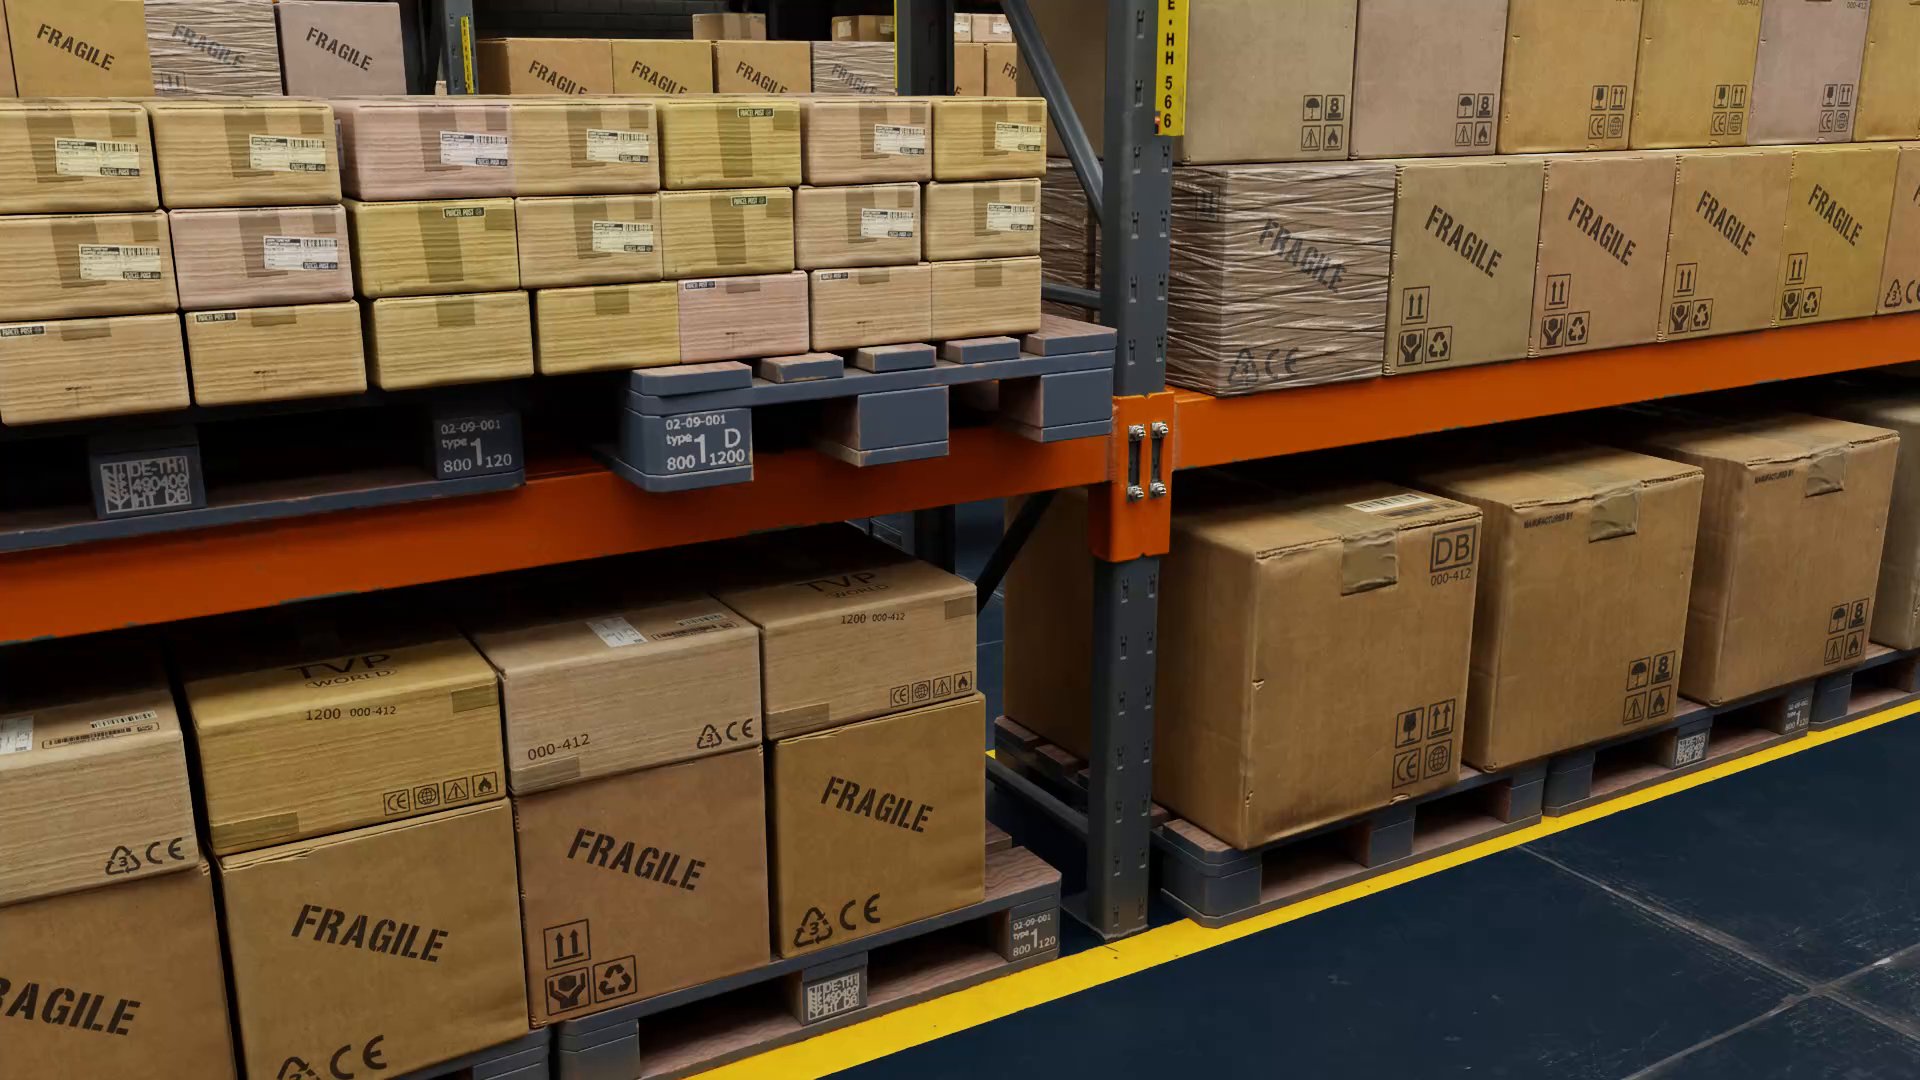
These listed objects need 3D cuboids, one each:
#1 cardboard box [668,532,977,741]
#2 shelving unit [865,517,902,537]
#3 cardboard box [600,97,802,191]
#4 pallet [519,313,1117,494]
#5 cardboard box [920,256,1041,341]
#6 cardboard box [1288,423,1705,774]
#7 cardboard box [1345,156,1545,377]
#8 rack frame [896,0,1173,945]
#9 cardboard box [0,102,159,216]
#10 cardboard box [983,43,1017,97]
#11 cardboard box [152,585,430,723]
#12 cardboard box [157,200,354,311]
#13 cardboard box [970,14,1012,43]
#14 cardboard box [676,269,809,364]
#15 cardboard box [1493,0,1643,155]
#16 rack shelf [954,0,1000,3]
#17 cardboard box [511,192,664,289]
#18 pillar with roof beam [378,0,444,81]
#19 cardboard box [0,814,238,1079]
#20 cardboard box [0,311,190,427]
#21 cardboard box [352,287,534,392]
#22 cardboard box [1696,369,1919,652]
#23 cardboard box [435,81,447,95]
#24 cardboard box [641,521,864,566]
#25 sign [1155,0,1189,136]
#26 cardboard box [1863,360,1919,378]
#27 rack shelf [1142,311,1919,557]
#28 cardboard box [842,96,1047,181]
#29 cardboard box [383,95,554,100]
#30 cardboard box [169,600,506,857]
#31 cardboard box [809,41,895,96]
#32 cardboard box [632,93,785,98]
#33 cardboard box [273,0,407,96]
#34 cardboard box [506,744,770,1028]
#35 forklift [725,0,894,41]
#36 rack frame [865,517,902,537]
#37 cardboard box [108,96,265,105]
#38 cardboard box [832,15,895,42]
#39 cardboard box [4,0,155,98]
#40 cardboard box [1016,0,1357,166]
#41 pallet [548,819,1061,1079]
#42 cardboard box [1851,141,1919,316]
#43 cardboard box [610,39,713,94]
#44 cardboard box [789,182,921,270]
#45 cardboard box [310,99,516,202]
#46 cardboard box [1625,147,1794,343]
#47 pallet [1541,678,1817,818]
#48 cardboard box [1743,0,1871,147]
[{"bbox_3d":[-0.306,0.193,3.628,0.500,0.250,0.500,-10,18,-31],"label":"cardboard box"},{"bbox_3d":[0.006,-0.723,7.211,0.755,1.500,0.431,-9,18,-30],"label":"shelving unit"},{"bbox_3d":[-0.480,-0.726,3.027,0.250,0.149,0.380,-9,18,-28],"label":"cardboard box"},{"bbox_3d":[-0.411,-0.387,3.589,1.003,0.211,1.213,-9,18,-30],"label":"pallet"},{"bbox_3d":[-0.041,-0.509,3.357,0.250,0.149,0.380,-9,18,-29],"label":"cardboard box"},{"bbox_3d":[1.461,0.092,4.915,0.750,0.750,1.050,-9,18,-29],"label":"cardboard box"},{"bbox_3d":[1.104,-0.723,4.245,0.500,0.500,0.500,-9,18,-30],"label":"cardboard box"},{"bbox_3d":[0.145,-0.603,4.004,0.127,3.000,1.000,-9,18,-30],"label":"rack frame"},{"bbox_3d":[-1.372,-0.581,2.512,0.250,0.149,0.380,-9,18,-28],"label":"cardboard box"},{"bbox_3d":[0.236,-2.497,9.247,0.500,0.500,0.500,-9,18,-29],"label":"cardboard box"},{"bbox_3d":[-1.436,0.213,3.555,0.500,0.250,0.500,-9,18,-29],"label":"cardboard box"},{"bbox_3d":[-1.148,-0.474,2.679,0.250,0.149,0.380,-9,18,-28],"label":"cardboard box"},{"bbox_3d":[0.075,-2.781,9.057,0.250,0.149,0.380,-10,18,-31],"label":"cardboard box"},{"bbox_3d":[-0.475,-0.440,3.108,0.250,0.149,0.380,-9,18,-29],"label":"cardboard box"},{"bbox_3d":[1.407,-1.335,4.578,0.500,0.500,0.700,-10,18,-31],"label":"cardboard box"},{"bbox_3d":[0.093,-4.814,14.802,4.000,0.370,1.077,-9,18,-30],"label":"rack shelf"},{"bbox_3d":[-0.710,-0.544,2.930,0.250,0.149,0.380,-9,18,-30],"label":"cardboard box"},{"bbox_3d":[-2.180,-5.165,9.162,0.400,9.000,9.100,-9,18,-30],"label":"pillar with roof beam"},{"bbox_3d":[-1.619,0.763,2.983,0.500,0.500,0.500,-9,18,-29],"label":"cardboard box"},{"bbox_3d":[-1.375,-0.294,2.588,0.250,0.149,0.380,-10,19,-32],"label":"cardboard box"},{"bbox_3d":[-0.920,-0.368,2.852,0.250,0.149,0.380,-10,19,-32],"label":"cardboard box"},{"bbox_3d":[3.088,-0.171,5.853,0.750,0.750,1.050,-9,18,-30],"label":"cardboard box"},{"bbox_3d":[-3.972,-3.337,12.371,0.250,0.149,0.380,-9,18,-29],"label":"cardboard box"},{"bbox_3d":[-0.570,0.077,4.042,0.500,0.250,0.500,-10,19,-32],"label":"cardboard box"},{"bbox_3d":[0.433,-0.998,3.415,0.005,0.325,0.100,-9,18,-30],"label":"sign"},{"bbox_3d":[4.149,-0.410,6.472,0.875,0.875,0.875,-9,18,-29],"label":"cardboard box"},{"bbox_3d":[1.860,-0.535,5.093,4.000,0.370,1.077,-9,18,-30],"label":"rack shelf"},{"bbox_3d":[-0.039,-0.797,3.280,0.250,0.149,0.380,-10,19,-32],"label":"cardboard box"},{"bbox_3d":[-1.019,-0.844,3.447,0.250,0.149,0.380,-10,19,-32],"label":"cardboard box"},{"bbox_3d":[-1.177,0.333,3.130,0.500,0.250,0.500,-9,18,-28],"label":"cardboard box"},{"bbox_3d":[-0.658,-2.354,8.736,0.500,0.500,0.500,-10,19,-32],"label":"cardboard box"},{"bbox_3d":[-0.579,-0.913,3.696,0.250,0.149,0.380,-10,18,-31],"label":"cardboard box"},{"bbox_3d":[-2.799,-2.132,7.419,0.500,0.500,0.500,-10,18,-31],"label":"cardboard box"},{"bbox_3d":[-0.731,0.622,3.488,0.500,0.500,0.500,-8,18,-27],"label":"cardboard box"},{"bbox_3d":[-0.803,-2.725,11.699,3.031,2.935,1.130,-9,18,-30],"label":"forklift"},{"bbox_3d":[-0.308,-0.672,7.029,0.023,1.500,0.400,-9,18,-30],"label":"rack frame"},{"bbox_3d":[-1.476,-0.768,3.179,0.250,0.149,0.380,-9,18,-28],"label":"cardboard box"},{"bbox_3d":[-0.525,-2.838,9.260,0.250,0.149,0.380,-8,18,-27],"label":"cardboard box"},{"bbox_3d":[-3.664,-1.991,6.917,0.500,0.500,0.500,-9,18,-30],"label":"cardboard box"},{"bbox_3d":[0.535,-1.193,4.070,0.500,0.500,0.700,-9,18,-30],"label":"cardboard box"},{"bbox_3d":[-0.525,0.848,3.994,1.213,0.211,1.003,-9,18,-30],"label":"pallet"},{"bbox_3d":[2.831,-1.003,5.244,0.500,0.500,0.500,-9,18,-30],"label":"cardboard box"},{"bbox_3d":[-1.543,-2.211,8.226,0.500,0.500,0.500,-8,18,-27],"label":"cardboard box"},{"bbox_3d":[-0.271,-0.616,3.187,0.250,0.149,0.380,-8,18,-28],"label":"cardboard box"},{"bbox_3d":[-0.916,-0.656,2.777,0.250,0.149,0.380,-9,18,-30],"label":"cardboard box"},{"bbox_3d":[1.964,-0.861,4.740,0.500,0.500,0.500,-9,18,-30],"label":"cardboard box"},{"bbox_3d":[1.905,0.479,5.310,1.213,0.211,1.003,-9,18,-30],"label":"pallet"},{"bbox_3d":[2.278,-1.476,5.081,0.500,0.500,0.700,-9,18,-29],"label":"cardboard box"}]
